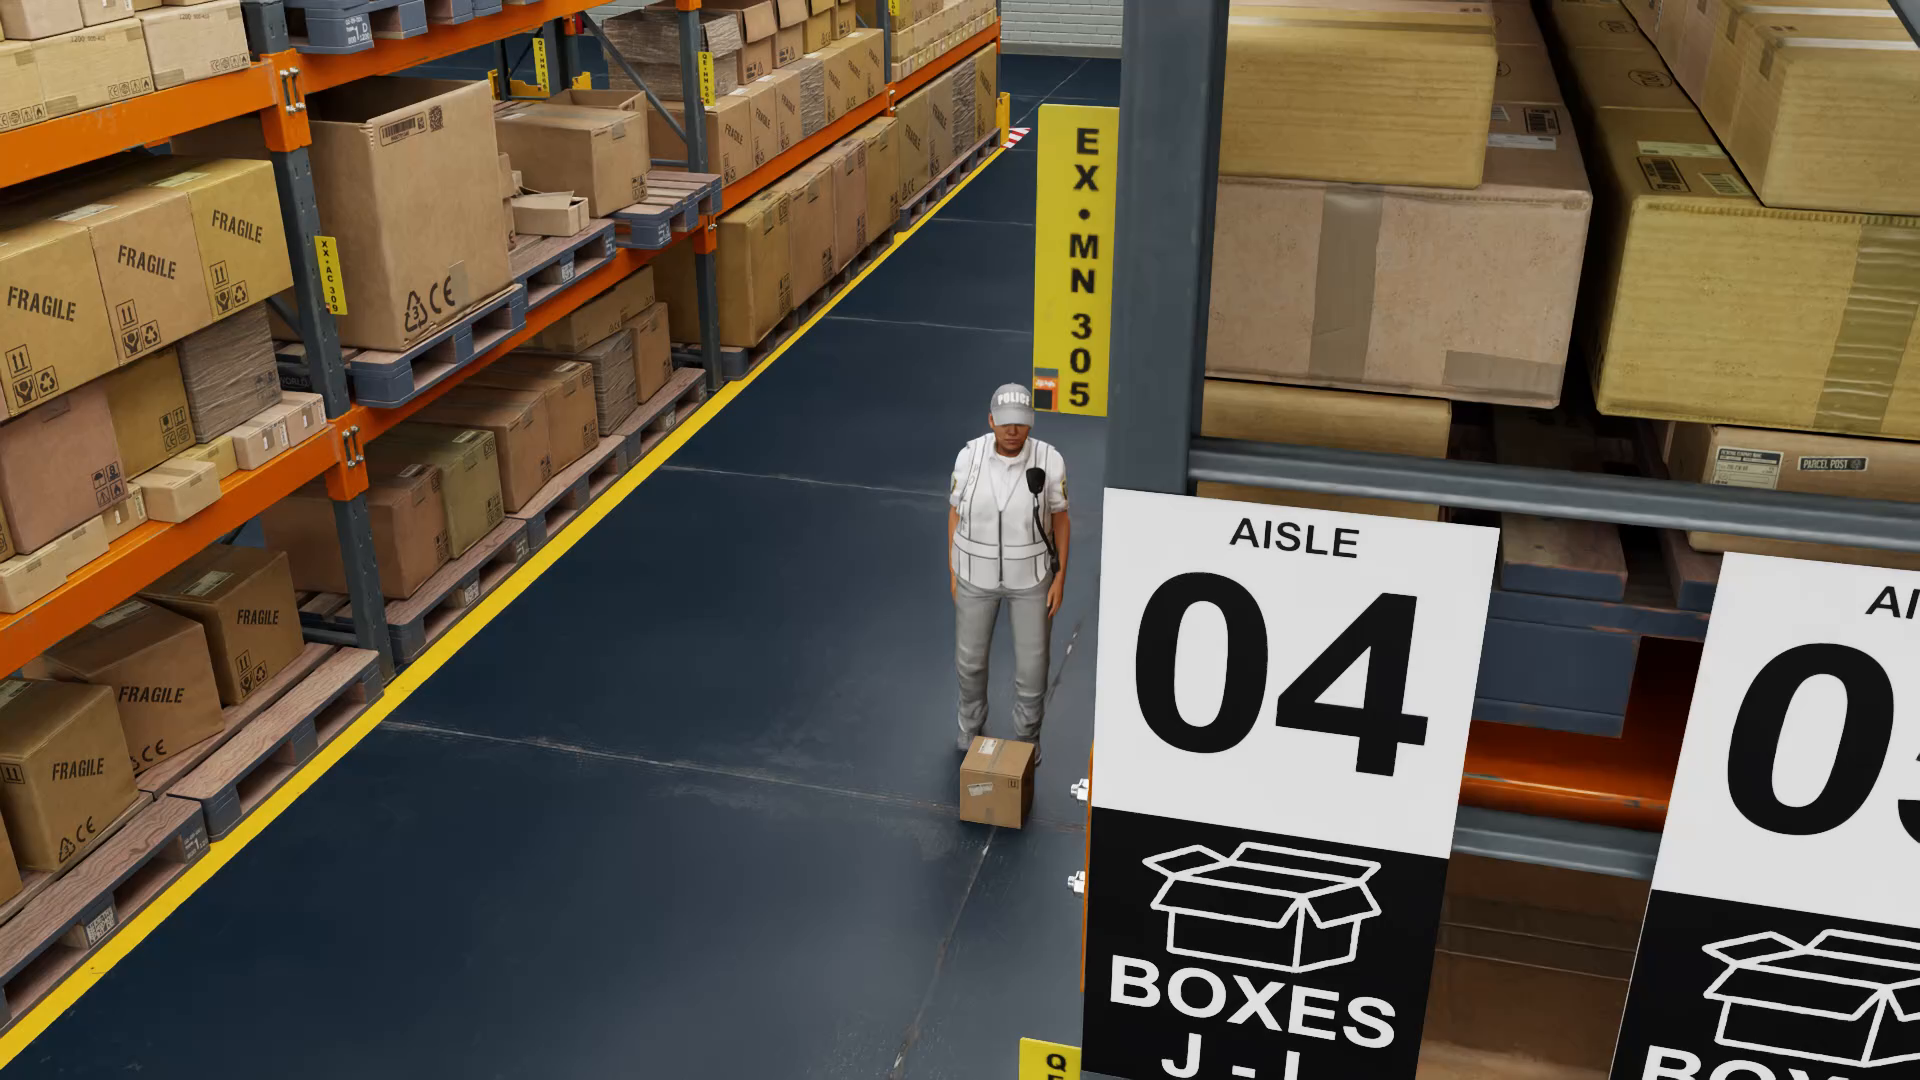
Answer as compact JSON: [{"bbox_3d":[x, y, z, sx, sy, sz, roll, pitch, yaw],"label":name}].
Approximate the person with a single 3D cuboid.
[{"bbox_3d":[0.194,0.185,6.823,0.495,1.726,0.386,2,26,5],"label":"person"}]
